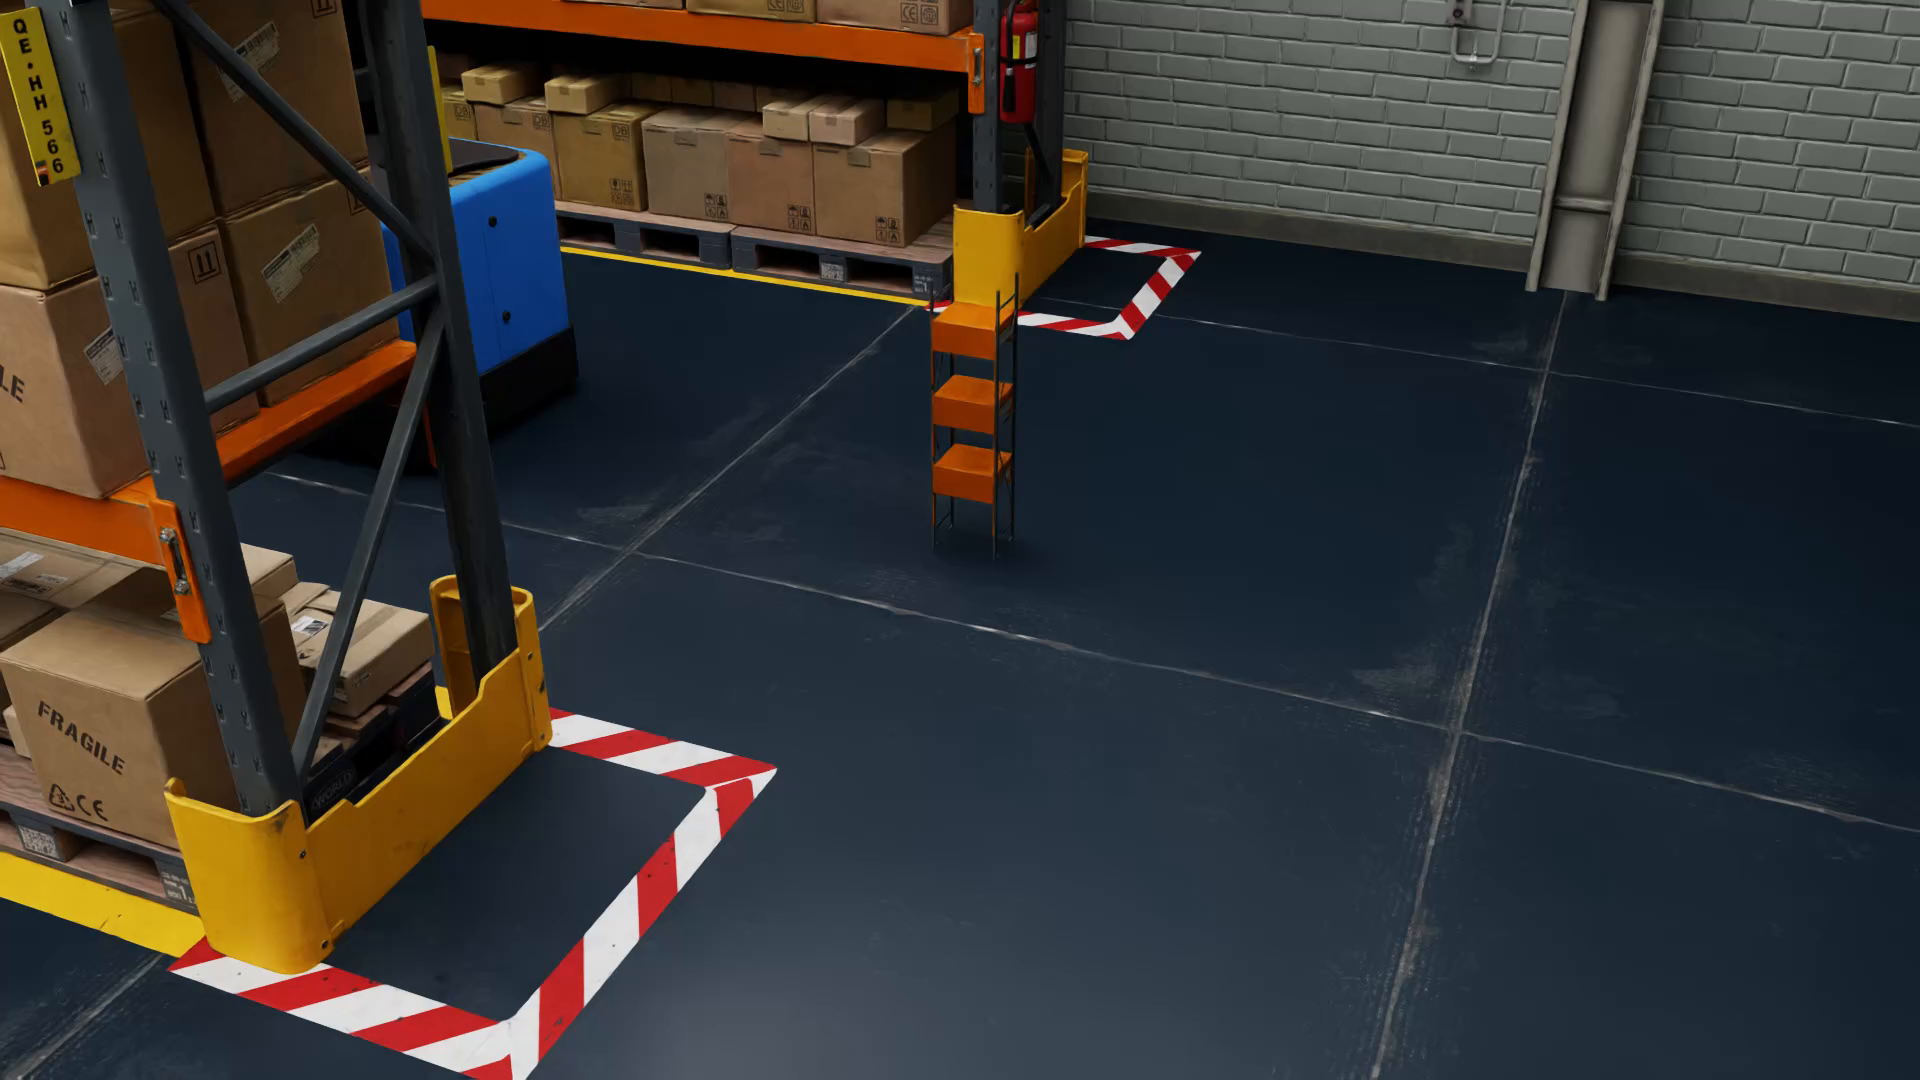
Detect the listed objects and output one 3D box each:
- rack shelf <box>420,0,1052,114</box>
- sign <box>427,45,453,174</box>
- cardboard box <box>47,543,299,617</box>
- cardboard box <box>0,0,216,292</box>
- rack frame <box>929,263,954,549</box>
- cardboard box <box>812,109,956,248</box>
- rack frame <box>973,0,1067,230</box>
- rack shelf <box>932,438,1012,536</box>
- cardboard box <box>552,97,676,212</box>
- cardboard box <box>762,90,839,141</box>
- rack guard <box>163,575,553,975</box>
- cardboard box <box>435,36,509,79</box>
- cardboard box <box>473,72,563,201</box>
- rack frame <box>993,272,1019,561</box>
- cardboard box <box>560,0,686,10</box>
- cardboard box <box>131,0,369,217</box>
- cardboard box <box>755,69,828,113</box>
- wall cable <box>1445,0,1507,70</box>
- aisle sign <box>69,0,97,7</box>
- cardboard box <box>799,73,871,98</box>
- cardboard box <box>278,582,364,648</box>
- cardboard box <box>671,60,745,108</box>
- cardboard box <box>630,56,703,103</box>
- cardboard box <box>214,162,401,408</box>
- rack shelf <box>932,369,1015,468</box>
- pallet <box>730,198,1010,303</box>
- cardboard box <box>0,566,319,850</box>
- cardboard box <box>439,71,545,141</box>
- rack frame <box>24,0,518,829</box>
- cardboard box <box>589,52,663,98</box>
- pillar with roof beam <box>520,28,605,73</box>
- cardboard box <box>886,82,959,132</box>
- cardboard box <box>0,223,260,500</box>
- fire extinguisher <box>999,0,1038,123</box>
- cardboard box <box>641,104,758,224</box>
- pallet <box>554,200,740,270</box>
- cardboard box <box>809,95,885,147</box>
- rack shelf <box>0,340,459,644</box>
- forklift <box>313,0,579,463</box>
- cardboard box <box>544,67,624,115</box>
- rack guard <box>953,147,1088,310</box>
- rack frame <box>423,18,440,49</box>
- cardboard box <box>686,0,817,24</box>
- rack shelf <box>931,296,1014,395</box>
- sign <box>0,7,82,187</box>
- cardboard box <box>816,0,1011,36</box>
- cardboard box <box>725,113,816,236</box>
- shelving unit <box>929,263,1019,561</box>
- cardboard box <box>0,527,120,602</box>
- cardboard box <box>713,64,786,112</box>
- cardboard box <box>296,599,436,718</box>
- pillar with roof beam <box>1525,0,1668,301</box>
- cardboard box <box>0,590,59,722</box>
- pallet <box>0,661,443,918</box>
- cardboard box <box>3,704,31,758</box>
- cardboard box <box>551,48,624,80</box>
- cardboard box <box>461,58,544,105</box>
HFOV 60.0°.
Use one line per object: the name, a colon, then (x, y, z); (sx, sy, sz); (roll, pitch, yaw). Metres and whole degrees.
rack shelf: (-1.549, -2.779, 8.849); (4.000, 0.370, 1.077); (11, 31, 19)
sign: (-1.351, -1.087, 4.245); (0.005, 0.325, 0.100); (11, 31, 19)
cardboard box: (-2.415, 0.221, 5.159); (0.500, 0.250, 0.500); (11, 31, 19)
cardboard box: (-2.070, -0.898, 3.673); (0.500, 0.500, 0.500); (11, 31, 19)
rack frame: (-0.063, -0.470, 6.014); (0.008, 1.050, 0.200); (11, 31, 19)
cardboard box: (-0.382, -1.900, 8.677); (0.500, 0.500, 0.700); (11, 31, 19)
rack frame: (0.305, -2.722, 8.017); (0.127, 3.000, 1.000); (11, 31, 19)
rack shelf: (0.050, -0.196, 6.116); (0.240, 0.259, 0.215); (11, 31, 19)
cardboard box: (-1.809, -2.181, 9.174); (0.500, 0.500, 0.700); (12, 32, 20)
cardboard box: (-0.806, -2.170, 8.496); (0.250, 0.149, 0.380); (12, 32, 20)
rack guard: (-1.625, 0.612, 4.660); (0.348, 0.500, 1.175); (11, 31, 19)
cardboard box: (-2.807, -2.771, 9.559); (0.250, 0.149, 0.380); (11, 31, 19)
cardboard box: (-2.283, -2.277, 9.343); (0.500, 0.500, 0.700); (11, 31, 19)
rack frame: (0.163, -0.425, 5.934); (0.008, 1.050, 0.200); (11, 31, 19)
cardboard box: (-1.553, -3.217, 8.588); (0.700, 0.700, 0.980); (10, 31, 17)
cardboard box: (-1.867, -1.144, 4.107); (0.500, 0.500, 0.500); (12, 32, 21)
cardboard box: (-0.892, -2.391, 8.886); (0.250, 0.149, 0.380); (12, 31, 20)
wall cable: (1.847, -3.359, 8.111); (1.851, 1.984, 0.084); (11, 31, 19)
aisle sign: (-1.606, -1.442, 3.111); (0.004, 0.787, 0.394); (11, 31, 19)
cardboard box: (-0.660, -2.344, 8.803); (0.250, 0.149, 0.380); (11, 31, 19)
cardboard box: (-2.045, 0.299, 5.105); (0.250, 0.166, 0.380); (11, 31, 19)
cardboard box: (-1.366, -2.485, 9.052); (0.250, 0.149, 0.380); (12, 31, 20)
cardboard box: (-1.601, -2.532, 9.135); (0.250, 0.149, 0.380); (11, 31, 18)
cardboard box: (-1.867, -0.708, 4.353); (0.500, 0.500, 0.500); (12, 32, 20)
rack shelf: (0.050, -0.438, 5.979); (0.240, 0.259, 0.215); (11, 31, 19)
pallet: (-0.466, -1.620, 8.902); (1.213, 0.211, 1.003); (11, 31, 19)
cardboard box: (-2.151, 0.446, 4.506); (0.500, 0.500, 0.500); (11, 31, 19)
cardboard box: (-2.748, -2.371, 9.511); (0.500, 0.500, 0.700); (12, 32, 20)
rack frame: (-1.554, -0.462, 4.020); (0.127, 3.000, 1.000); (11, 31, 19)
cardboard box: (-1.840, -2.579, 9.219); (0.250, 0.149, 0.380); (12, 31, 20)
pillar with roof beam: (-4.047, -4.376, 4.846); (0.400, 9.000, 9.100); (11, 31, 19)
cardboard box: (-0.191, -2.251, 8.638); (0.250, 0.149, 0.380); (12, 31, 19)
cardboard box: (-2.072, -0.465, 3.922); (0.500, 0.500, 0.500); (12, 32, 21)
fire extinguisher: (0.271, -2.287, 7.706); (0.183, 0.674, 0.296); (11, 31, 19)
cardboard box: (-1.312, -2.086, 9.005); (0.500, 0.500, 0.700); (10, 31, 17)
pallet: (-1.592, -1.847, 9.302); (1.213, 0.211, 1.003); (11, 31, 19)
cardboard box: (-0.569, -2.123, 8.413); (0.250, 0.149, 0.380); (11, 31, 19)
rack shelf: (-3.408, -0.519, 4.851); (4.000, 0.370, 1.077); (11, 31, 19)
forklift: (-3.250, -2.072, 6.938); (3.031, 2.935, 1.130); (14, 32, 23)
cardboard box: (-2.015, -2.411, 8.921); (0.250, 0.149, 0.380); (10, 31, 18)
rack guard: (0.327, -1.629, 8.624); (0.348, 0.500, 1.175); (11, 31, 19)
rack frame: (-3.402, -3.462, 9.326); (0.127, 3.000, 1.000); (11, 31, 19)
cardboard box: (-0.850, -3.072, 8.331); (0.700, 0.700, 0.980); (11, 31, 19)
rack shelf: (0.050, -0.685, 5.840); (0.240, 0.259, 0.215); (11, 31, 19)
sign: (-1.782, -0.855, 3.216); (0.005, 0.325, 0.100); (11, 31, 19)
cardboard box: (-0.172, -2.942, 8.102); (0.700, 0.700, 0.980); (13, 32, 21)
cardboard box: (-0.845, -1.993, 8.841); (0.500, 0.500, 0.700); (11, 31, 19)
shelving unit: (0.050, -0.447, 5.974); (0.252, 1.050, 0.215); (11, 31, 19)
cardboard box: (-2.878, 0.128, 5.322); (0.500, 0.250, 0.500); (11, 31, 19)
cardboard box: (-1.128, -2.437, 8.968); (0.250, 0.149, 0.380); (12, 32, 20)
cardboard box: (-1.813, 0.353, 5.027); (0.250, 0.149, 0.380); (11, 31, 19)
pillar with roof beam: (1.513, -3.265, 2.882); (0.400, 9.000, 9.100); (11, 31, 19)
cardboard box: (-3.020, 0.365, 4.903); (0.500, 0.250, 0.500); (11, 31, 19)
pallet: (-2.364, 0.591, 4.991); (1.213, 0.211, 1.003); (11, 31, 19)
cardboard box: (-2.492, 0.475, 4.793); (0.250, 0.166, 0.380); (11, 31, 19)
cardboard box: (-2.074, -2.626, 9.302); (0.250, 0.149, 0.380); (10, 31, 18)
cardboard box: (-2.499, -2.507, 9.092); (0.250, 0.149, 0.380); (12, 32, 21)
